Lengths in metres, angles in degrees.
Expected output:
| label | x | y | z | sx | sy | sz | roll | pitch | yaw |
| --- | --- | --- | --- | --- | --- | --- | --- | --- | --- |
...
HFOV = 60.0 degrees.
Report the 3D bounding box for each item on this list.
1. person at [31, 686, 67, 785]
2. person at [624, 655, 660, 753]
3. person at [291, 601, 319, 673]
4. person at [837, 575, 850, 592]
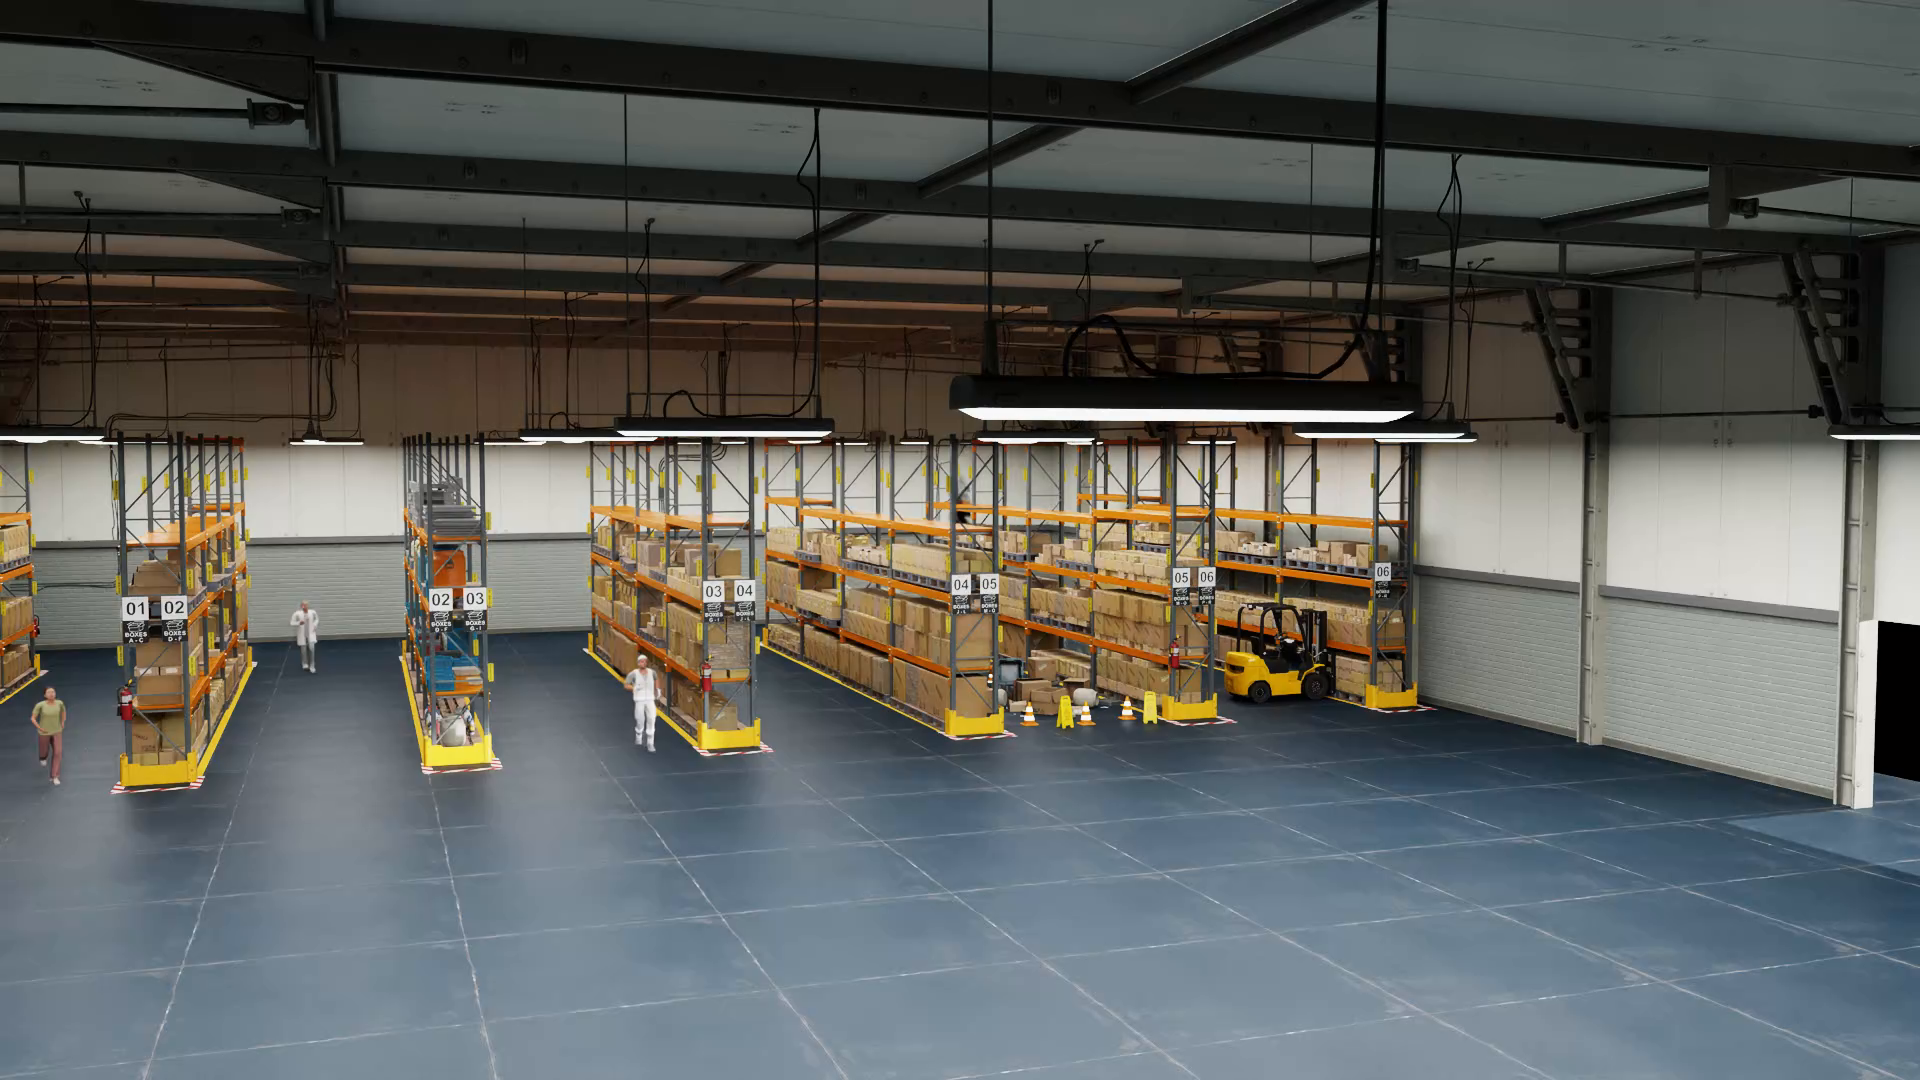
| label | x | y | z | sx | sy | sz | roll | pitch | yaw |
| --- | --- | --- | --- | --- | --- | --- | --- | --- | --- |
| person | -15.665 | 3.339 | 28.622 | 0.561 | 1.652 | 0.995 | -2 | 4 | -35 |
| person | -5.993 | 3.085 | 31.521 | 0.716 | 1.810 | 0.892 | -2 | 4 | -26 |
| person | -16.781 | 2.478 | 42.624 | 0.699 | 1.827 | 0.822 | -2 | 4 | -27 |
| person | -3.575 | 1.903 | 48.879 | 0.725 | 1.781 | 0.899 | -2 | 4 | -37 |
